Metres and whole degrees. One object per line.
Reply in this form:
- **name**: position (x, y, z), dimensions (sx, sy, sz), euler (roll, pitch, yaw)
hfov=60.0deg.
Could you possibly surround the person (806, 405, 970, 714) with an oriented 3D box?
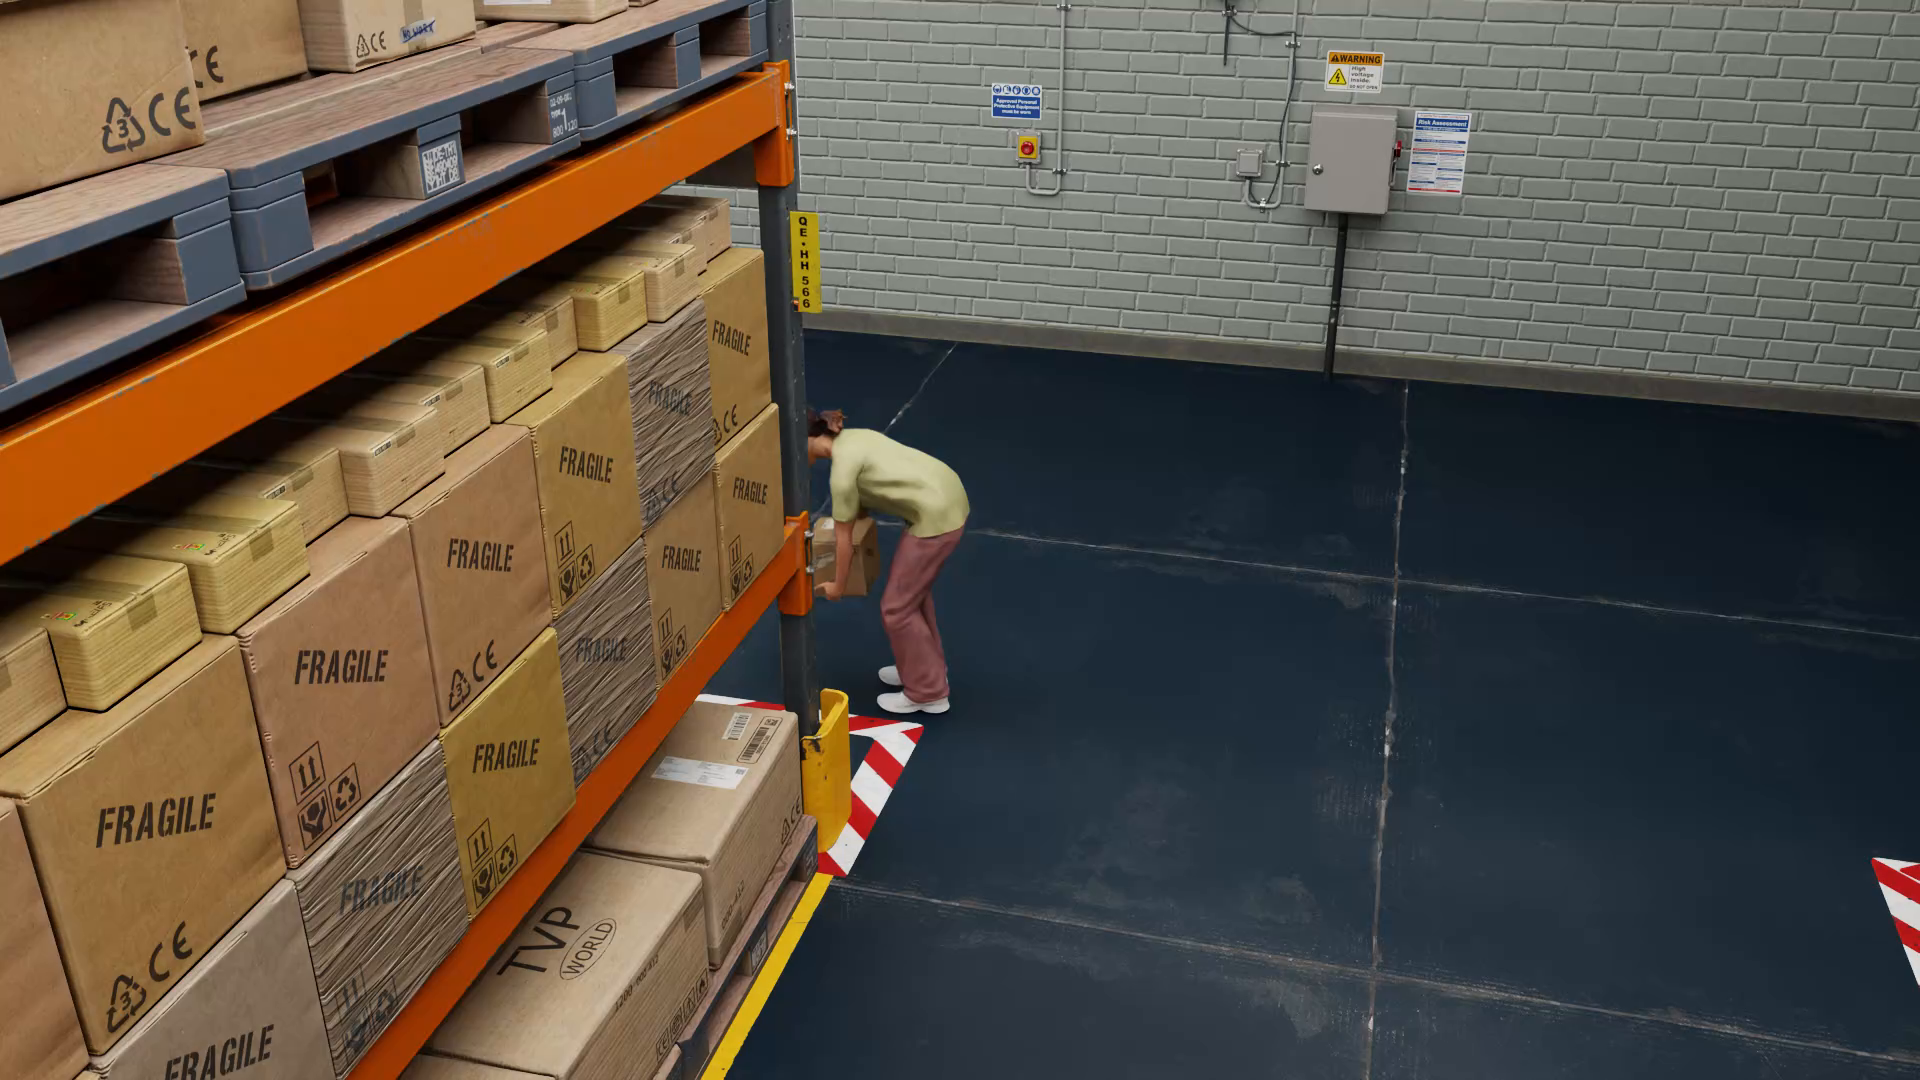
- **person**: position (-0.369, 0.065, 6.904), dimensions (0.813, 1.310, 0.402), euler (4, 26, 9)
